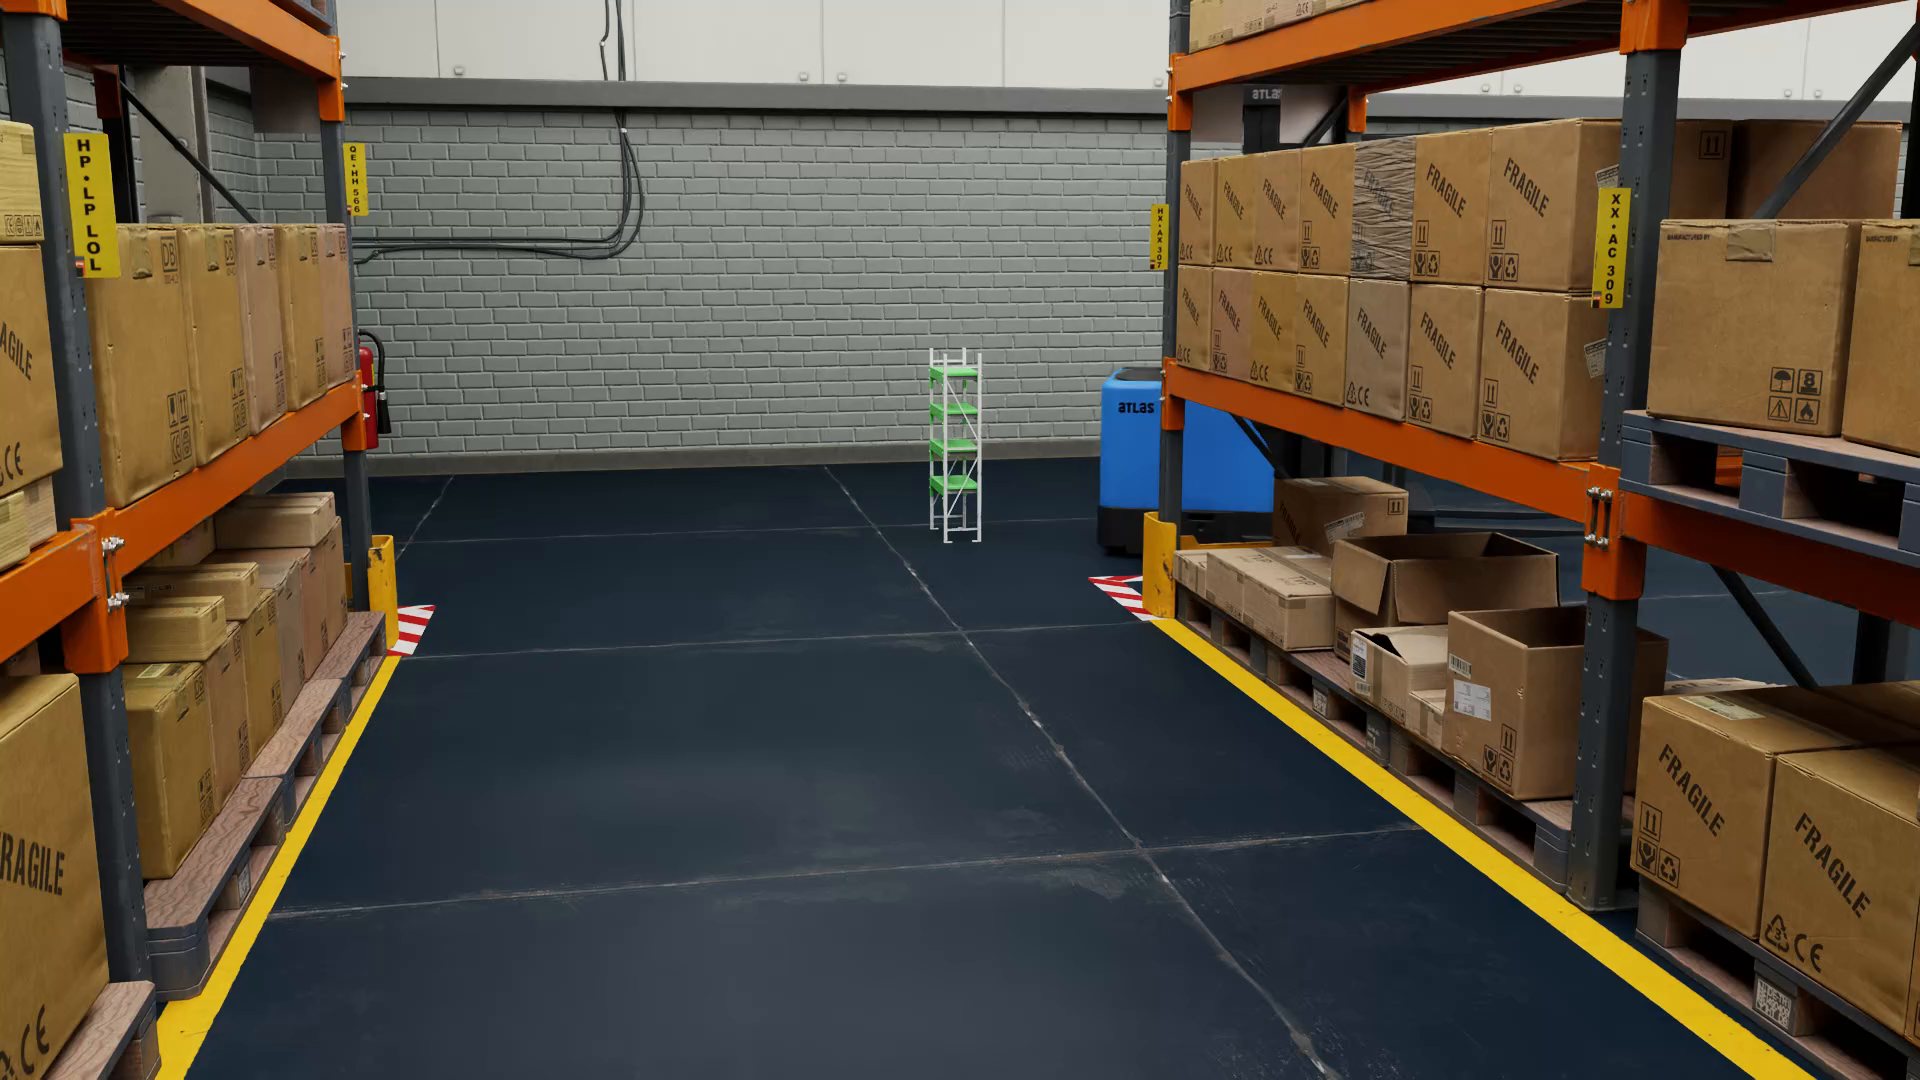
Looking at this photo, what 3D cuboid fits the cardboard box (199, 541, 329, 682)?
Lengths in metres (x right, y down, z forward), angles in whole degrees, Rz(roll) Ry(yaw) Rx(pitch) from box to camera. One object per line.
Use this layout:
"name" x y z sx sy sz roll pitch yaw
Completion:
"cardboard box" -2.979 0.287 6.729 0.700 0.500 0.500 -2 11 -11

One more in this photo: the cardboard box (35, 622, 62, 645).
"cardboard box" -2.901 0.233 5.276 0.380 0.149 0.250 -2 11 -13

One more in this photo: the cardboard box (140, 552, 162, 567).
"cardboard box" -3.000 0.140 5.768 0.380 0.149 0.250 -2 11 -12

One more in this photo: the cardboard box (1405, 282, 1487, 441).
"cardboard box" 1.875 -0.625 5.688 0.500 0.500 0.500 -2 11 -9

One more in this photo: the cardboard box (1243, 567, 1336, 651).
"cardboard box" 1.570 0.296 7.297 0.500 0.250 0.500 -2 11 -11

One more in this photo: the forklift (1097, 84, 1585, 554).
"forklift" 2.408 -1.378 10.096 3.031 2.935 1.130 2 11 10

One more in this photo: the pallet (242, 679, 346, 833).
"pallet" -2.845 0.786 6.004 1.003 0.211 1.213 -2 11 -11

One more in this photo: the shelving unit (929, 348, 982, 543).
"shelving unit" -0.032 -0.620 10.744 0.258 1.200 0.503 -2 11 -11

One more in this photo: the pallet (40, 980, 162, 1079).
"pallet" -2.309 1.291 3.350 1.003 0.211 1.213 -2 11 -11

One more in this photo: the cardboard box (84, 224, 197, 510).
"cardboard box" -2.622 -0.465 4.316 0.980 0.700 0.700 -2 11 -10

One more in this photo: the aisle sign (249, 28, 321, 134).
"aisle sign" -3.031 -2.253 7.556 0.394 0.787 0.004 -2 11 -11

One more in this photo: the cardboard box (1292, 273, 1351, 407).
"cardboard box" 1.671 -0.812 6.673 0.500 0.500 0.500 -2 11 -10

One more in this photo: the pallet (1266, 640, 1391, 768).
"pallet" 1.952 0.621 6.869 1.003 0.211 1.213 -2 11 -11

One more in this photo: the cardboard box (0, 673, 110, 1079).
"cardboard box" -2.279 0.747 3.378 0.750 0.750 0.750 -2 11 -10

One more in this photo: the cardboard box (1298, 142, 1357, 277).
"cardboard box" 1.676 -1.301 6.567 0.500 0.500 0.500 -2 11 -12

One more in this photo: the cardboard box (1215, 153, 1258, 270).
"cardboard box" 1.484 -1.486 7.539 0.500 0.500 0.500 -2 11 -10

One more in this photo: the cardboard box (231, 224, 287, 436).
"cardboard box" -2.910 -0.732 5.719 0.980 0.700 0.700 -3 11 -14

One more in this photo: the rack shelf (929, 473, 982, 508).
"rack shelf" -0.032 -0.321 10.801 0.258 0.148 0.480 -2 11 -11

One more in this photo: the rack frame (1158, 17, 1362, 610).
"rack frame" 1.547 -1.132 8.622 1.000 3.000 0.127 -2 11 -11

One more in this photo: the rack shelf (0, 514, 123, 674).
"rack shelf" -2.144 0.502 1.958 1.077 0.370 4.000 -2 11 -11

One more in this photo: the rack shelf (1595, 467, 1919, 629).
"rack shelf" 2.714 0.322 2.908 1.077 0.370 4.000 -2 11 -11

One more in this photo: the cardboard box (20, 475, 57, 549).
"cardboard box" -2.189 -0.052 3.568 0.380 0.149 0.250 -2 11 -10

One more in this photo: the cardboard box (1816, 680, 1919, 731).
"cardboard box" 2.703 0.693 4.540 0.500 0.500 0.500 -2 11 -11

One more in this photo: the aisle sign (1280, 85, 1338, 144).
"aisle sign" 1.835 -2.433 8.504 0.394 0.787 0.004 -2 11 -11

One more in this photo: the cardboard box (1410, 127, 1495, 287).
"cardboard box" 1.871 -1.116 5.596 0.500 0.500 0.500 -2 11 -12

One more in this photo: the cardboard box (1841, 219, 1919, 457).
"cardboard box" 2.394 -0.435 3.570 0.700 0.500 0.500 0 11 -2

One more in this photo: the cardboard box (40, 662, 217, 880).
"cardboard box" -2.578 0.663 4.753 0.700 0.500 0.500 -2 11 -10

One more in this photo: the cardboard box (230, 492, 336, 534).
"cardboard box" -2.873 -0.107 7.062 0.380 0.149 0.250 -2 11 -12

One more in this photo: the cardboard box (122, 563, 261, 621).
"cardboard box" -2.567 0.179 5.560 0.380 0.149 0.250 -2 11 -13

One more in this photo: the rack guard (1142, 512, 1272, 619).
"rack guard" 1.562 0.110 8.783 1.175 0.500 0.348 -2 11 -11

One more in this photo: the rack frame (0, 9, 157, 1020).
"rack frame" -2.533 -0.218 3.818 1.000 3.000 0.127 -2 11 -11

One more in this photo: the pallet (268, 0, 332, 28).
"pallet" -3.156 -2.246 6.687 1.003 0.211 1.213 -2 11 -11

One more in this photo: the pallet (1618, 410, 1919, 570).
"pallet" 2.374 -0.154 3.995 1.003 0.211 1.213 -2 11 -11

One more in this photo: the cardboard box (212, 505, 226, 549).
"cardboard box" -3.198 -0.046 6.745 0.380 0.149 0.250 -2 11 -11

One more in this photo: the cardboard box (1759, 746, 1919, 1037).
"cardboard box" 2.295 0.808 3.936 0.500 0.500 0.500 -2 11 -10

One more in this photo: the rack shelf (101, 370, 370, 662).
"rack shelf" -2.922 -0.231 5.812 1.077 0.370 4.000 -2 11 -11

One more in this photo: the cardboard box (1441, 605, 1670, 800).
"cardboard box" 1.936 0.519 5.455 0.500 0.500 0.500 -2 11 -11

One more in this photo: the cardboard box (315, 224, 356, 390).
"cardboard box" -3.202 -1.006 7.155 0.980 0.700 0.700 -2 11 -8

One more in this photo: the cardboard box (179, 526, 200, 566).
"cardboard box" -3.099 0.046 6.259 0.380 0.149 0.250 -2 11 -10

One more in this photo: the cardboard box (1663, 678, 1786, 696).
"cardboard box" 2.456 0.621 5.424 0.500 0.311 0.500 -2 11 -11

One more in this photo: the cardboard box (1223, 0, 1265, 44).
"cardboard box" 1.483 -2.336 7.328 0.500 0.250 0.500 -2 11 -11

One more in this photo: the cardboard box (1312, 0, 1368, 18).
"cardboard box" 1.685 -2.153 6.366 0.500 0.250 0.500 -2 11 -11

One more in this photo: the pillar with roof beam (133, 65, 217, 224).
"pillar with roof beam" -0.462 -4.519 10.370 9.100 9.000 0.400 -2 11 -11

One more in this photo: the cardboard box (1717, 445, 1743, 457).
"cardboard box" 2.494 -0.551 5.302 0.500 0.500 0.500 -2 11 -10

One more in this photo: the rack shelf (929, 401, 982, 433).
"rack shelf" -0.032 -0.793 10.711 0.258 0.148 0.480 -2 11 -11

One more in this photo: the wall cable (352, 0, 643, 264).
"wall cable" -4.060 -3.423 12.920 3.097 2.526 0.112 -2 11 -11

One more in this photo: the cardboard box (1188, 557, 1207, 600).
"cardboard box" 1.340 0.179 8.136 0.380 0.166 0.250 -2 11 -11

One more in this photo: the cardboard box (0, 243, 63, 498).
"cardboard box" -2.196 -0.347 3.382 0.500 0.500 0.500 -2 11 -12

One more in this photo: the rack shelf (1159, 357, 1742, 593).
"rack shelf" 1.936 -0.412 6.763 1.077 0.370 4.000 -2 11 -11

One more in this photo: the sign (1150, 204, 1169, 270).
"sign" 1.015 -1.538 8.438 0.100 0.325 0.005 -2 11 -11

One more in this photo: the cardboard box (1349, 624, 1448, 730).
"cardboard box" 1.791 0.474 6.196 0.500 0.311 0.500 -2 11 -11

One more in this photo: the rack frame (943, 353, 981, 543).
"rack frame" 0.015 -0.575 10.509 0.240 1.200 0.015 -2 11 -11

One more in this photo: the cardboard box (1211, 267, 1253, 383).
"cardboard box" 1.481 -0.996 7.639 0.500 0.500 0.500 -2 11 -12

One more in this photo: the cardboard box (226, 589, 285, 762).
"cardboard box" -2.770 0.477 5.732 0.700 0.500 0.500 -2 11 -10

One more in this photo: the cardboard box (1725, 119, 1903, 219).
"cardboard box" 2.510 -1.035 5.173 0.500 0.500 0.500 -2 11 -10

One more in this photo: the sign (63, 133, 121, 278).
"sign" -2.002 -0.769 3.830 0.100 0.325 0.005 -2 11 -11
